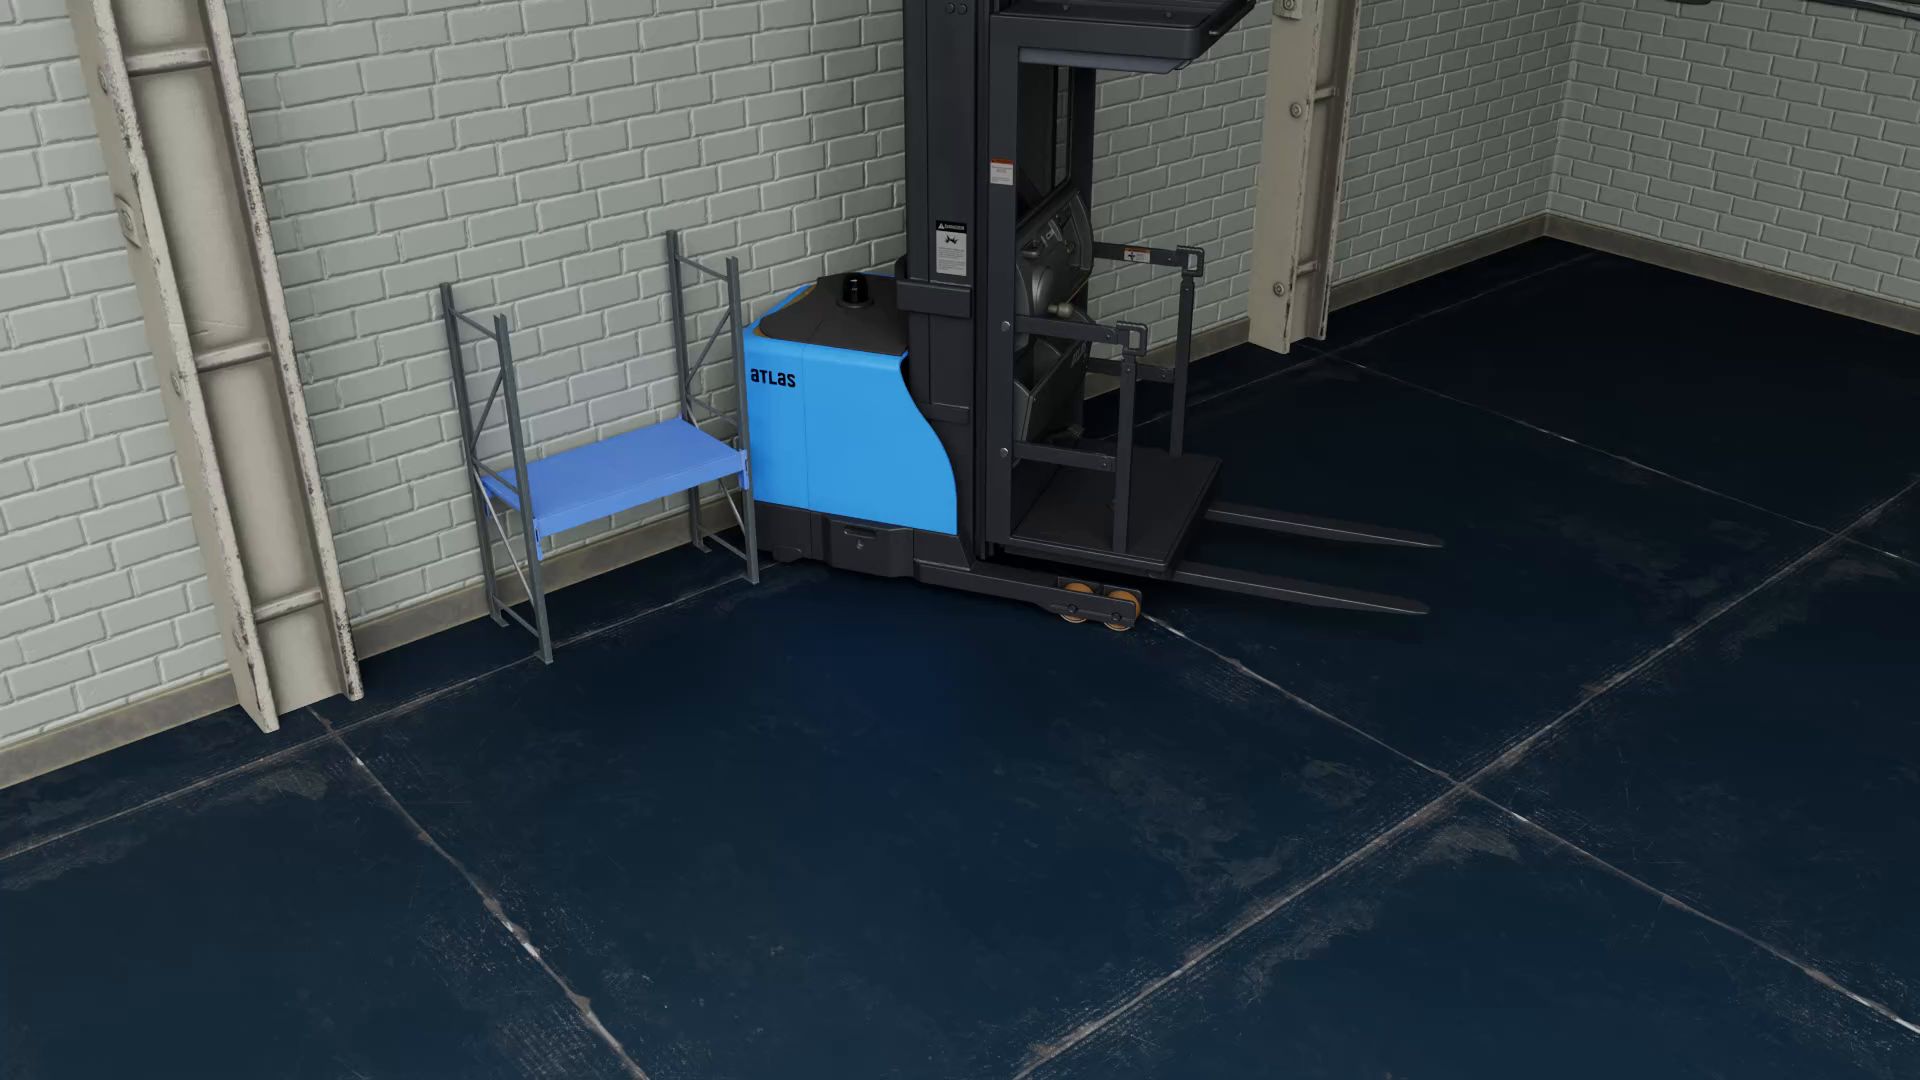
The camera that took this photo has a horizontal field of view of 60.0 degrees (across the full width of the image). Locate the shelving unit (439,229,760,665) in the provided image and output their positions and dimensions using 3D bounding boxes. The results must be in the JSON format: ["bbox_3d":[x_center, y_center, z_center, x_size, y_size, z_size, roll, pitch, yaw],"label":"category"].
[{"bbox_3d":[-1.452,-0.400,6.908,1.048,1.500,0.538,-22,35,-35],"label":"shelving unit"}]

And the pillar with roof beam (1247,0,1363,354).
[{"bbox_3d":[4.752,-3.636,5.005,0.400,9.000,9.100,-22,35,-35],"label":"pillar with roof beam"}]

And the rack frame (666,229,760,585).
[{"bbox_3d":[-1.066,-0.556,7.199,0.032,1.500,0.500,-22,35,-35],"label":"rack frame"}]

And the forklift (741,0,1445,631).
[{"bbox_3d":[0.585,-1.192,6.870,3.031,2.935,1.130,10,30,18],"label":"forklift"}]

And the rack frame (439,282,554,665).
[{"bbox_3d":[-1.839,-0.245,6.617,0.032,1.500,0.500,-22,35,-35],"label":"rack frame"}]

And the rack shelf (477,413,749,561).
[{"bbox_3d":[-1.452,-0.242,6.993,1.000,0.185,0.538,-22,35,-35],"label":"rack shelf"}]

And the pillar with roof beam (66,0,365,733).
[{"bbox_3d":[0.187,-1.800,1.571,0.400,9.000,9.100,-22,35,-35],"label":"pillar with roof beam"}]
